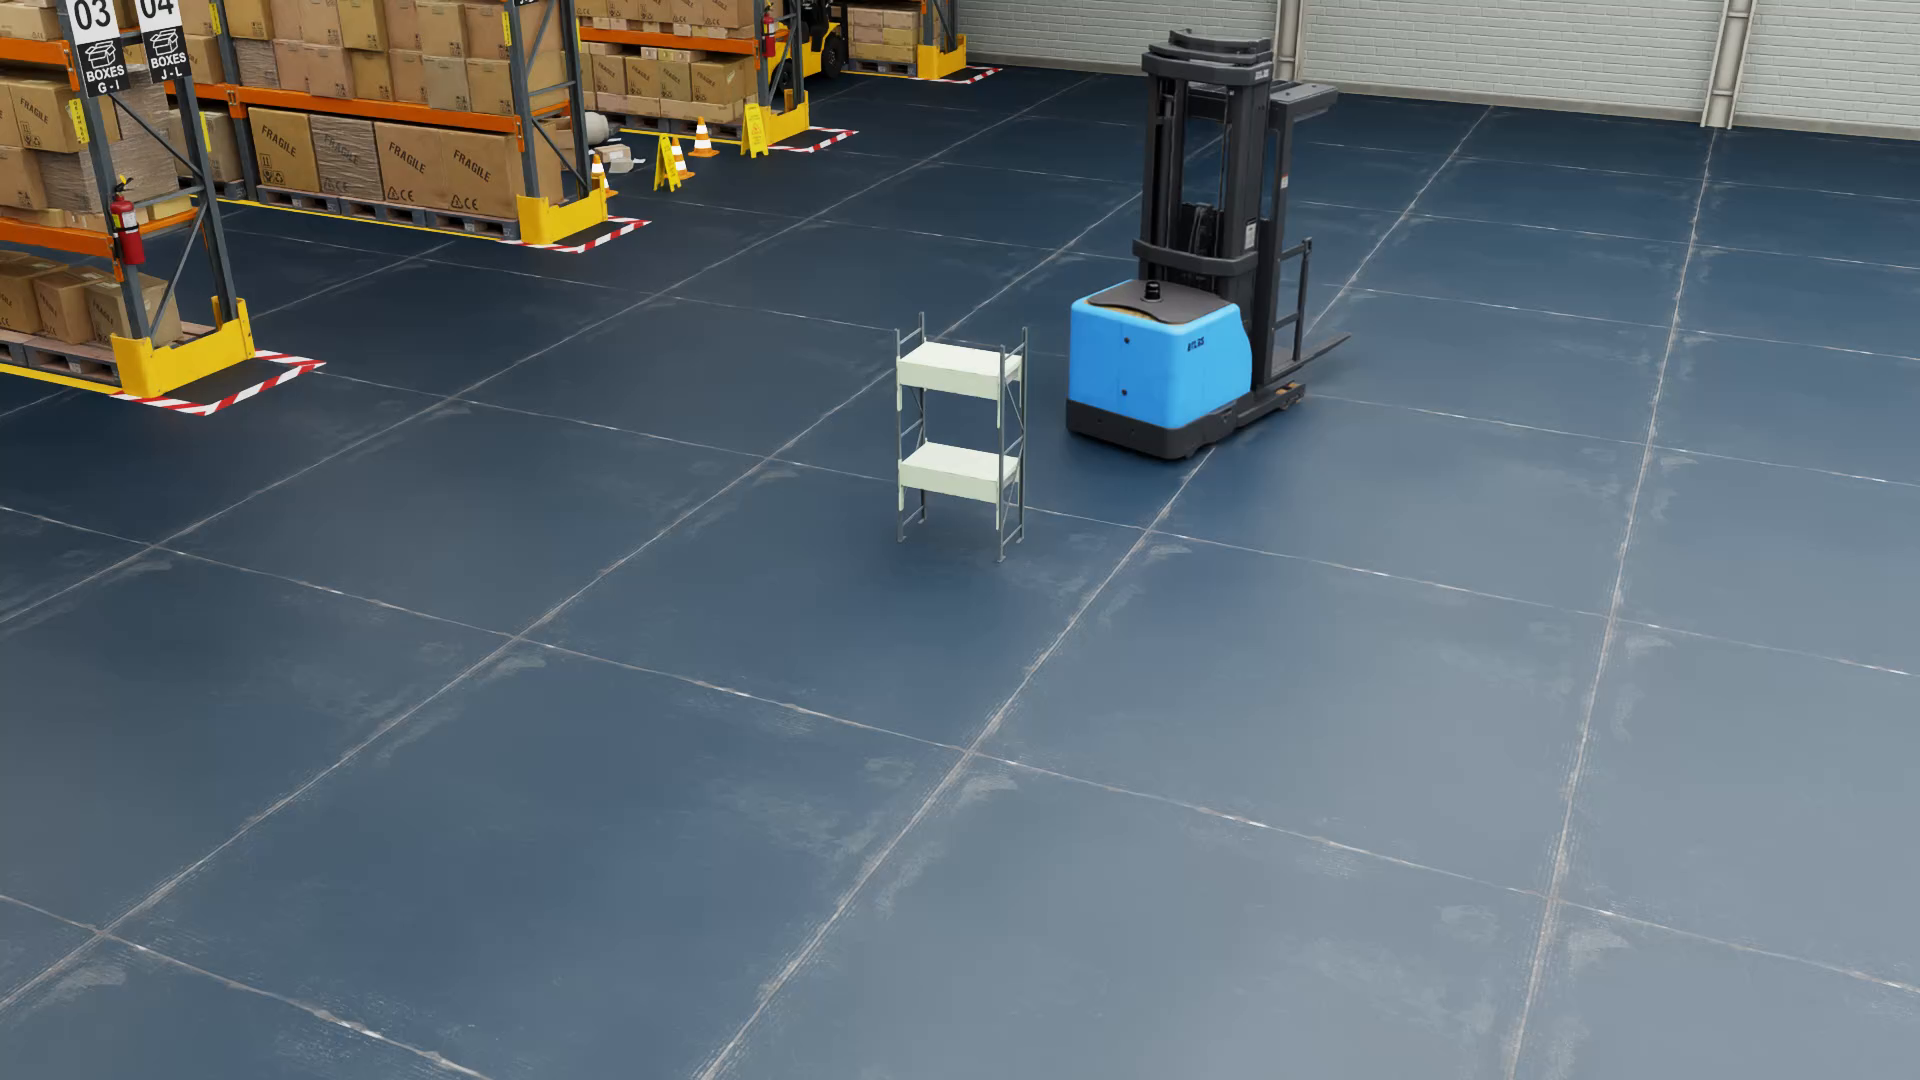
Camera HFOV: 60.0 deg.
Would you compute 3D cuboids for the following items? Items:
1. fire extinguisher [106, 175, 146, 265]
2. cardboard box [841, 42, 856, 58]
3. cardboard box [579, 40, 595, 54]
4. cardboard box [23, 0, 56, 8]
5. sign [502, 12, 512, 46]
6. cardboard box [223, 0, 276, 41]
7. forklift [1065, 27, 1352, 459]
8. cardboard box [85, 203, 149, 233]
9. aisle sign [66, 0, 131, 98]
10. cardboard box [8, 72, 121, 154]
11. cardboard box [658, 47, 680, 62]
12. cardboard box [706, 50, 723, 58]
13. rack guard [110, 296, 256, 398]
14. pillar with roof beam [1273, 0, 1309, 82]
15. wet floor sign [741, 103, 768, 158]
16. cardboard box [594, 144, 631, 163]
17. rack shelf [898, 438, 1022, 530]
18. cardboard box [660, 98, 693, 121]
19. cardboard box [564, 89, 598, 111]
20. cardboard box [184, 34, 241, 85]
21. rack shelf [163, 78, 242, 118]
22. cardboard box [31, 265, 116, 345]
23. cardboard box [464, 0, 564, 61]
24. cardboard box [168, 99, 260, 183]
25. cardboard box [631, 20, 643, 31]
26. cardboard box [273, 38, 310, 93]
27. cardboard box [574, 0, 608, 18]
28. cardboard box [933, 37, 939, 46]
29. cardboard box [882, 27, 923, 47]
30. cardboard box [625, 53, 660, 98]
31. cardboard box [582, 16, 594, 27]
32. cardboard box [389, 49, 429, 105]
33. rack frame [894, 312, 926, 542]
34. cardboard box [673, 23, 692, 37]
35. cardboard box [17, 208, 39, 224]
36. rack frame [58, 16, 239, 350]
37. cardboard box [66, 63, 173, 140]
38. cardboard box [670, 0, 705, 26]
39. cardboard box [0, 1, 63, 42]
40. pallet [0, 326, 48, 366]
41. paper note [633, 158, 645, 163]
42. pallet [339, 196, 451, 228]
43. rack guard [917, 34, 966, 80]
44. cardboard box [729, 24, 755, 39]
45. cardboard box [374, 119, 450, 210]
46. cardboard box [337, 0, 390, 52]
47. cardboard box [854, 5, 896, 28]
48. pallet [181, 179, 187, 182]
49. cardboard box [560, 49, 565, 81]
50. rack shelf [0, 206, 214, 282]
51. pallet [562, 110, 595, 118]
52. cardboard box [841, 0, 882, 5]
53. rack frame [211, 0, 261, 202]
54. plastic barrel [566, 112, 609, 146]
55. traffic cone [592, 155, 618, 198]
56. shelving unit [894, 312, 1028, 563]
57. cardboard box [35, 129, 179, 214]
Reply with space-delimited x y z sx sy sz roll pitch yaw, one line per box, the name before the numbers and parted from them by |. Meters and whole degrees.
fire extinguisher | -6.545 -2.506 13.031 0.183 0.674 0.296 11 28 22
cardboard box | -1.764 -7.832 26.398 0.500 0.250 0.500 12 29 22
cardboard box | -5.015 -6.688 22.493 0.250 0.149 0.380 13 29 24
cardboard box | -6.840 -4.129 12.564 0.250 0.149 0.380 11 28 22
sign | -4.550 -5.133 16.700 0.005 0.325 0.100 11 28 22
cardboard box | -7.633 -5.925 18.495 0.550 0.550 0.875 11 28 22
forklift | 2.155 -2.489 12.988 1.130 2.935 3.031 21 33 36
cardboard box | -6.803 -2.603 13.426 0.250 0.149 0.380 11 28 22
aisle sign | -6.526 -3.781 12.591 0.004 0.787 0.394 11 28 22
cardboard box | -7.061 -3.375 13.127 0.500 0.500 0.500 11 28 22
cardboard box | -3.783 -6.443 21.994 0.250 0.149 0.380 12 29 23
cardboard box | -3.476 -6.379 22.600 0.500 0.500 0.500 10 28 20
rack guard | -6.528 -1.639 14.014 0.348 0.500 1.175 11 28 22
pillar with roof beam | 3.114 -9.081 19.507 0.400 9.000 9.100 11 28 22
wet floor sign | -2.626 -5.210 21.102 0.232 0.644 0.267 23 35 39
cardboard box | -4.385 -4.880 20.993 0.380 0.149 0.250 -18 31 -31
rack shelf | 0.006 -0.379 11.060 0.720 0.370 0.431 11 28 22
cardboard box | -3.672 -5.824 22.320 0.500 0.250 0.500 11 28 22
cardboard box | -5.081 -6.108 22.898 0.500 0.250 0.500 13 29 25
cardboard box | -8.540 -5.487 18.885 0.500 0.500 0.500 11 28 21
rack shelf | -9.775 -5.497 19.834 4.000 0.370 1.077 11 28 22
cardboard box | -7.578 -2.030 14.332 0.500 0.500 0.500 20 33 35
cardboard box | -4.635 -5.358 17.344 0.550 0.550 0.875 11 28 22
cardboard box | -8.557 -4.710 19.493 0.750 0.750 1.050 11 28 22
cardboard box | -4.169 -6.888 22.130 0.250 0.149 0.380 11 28 22
cardboard box | -7.104 -5.367 18.586 0.550 0.550 0.875 11 28 22
cardboard box | -4.794 -7.269 22.169 0.500 0.500 0.500 11 28 21
cardboard box | -0.671 -7.851 26.438 0.500 0.250 0.500 11 28 22
cardboard box | -0.877 -7.870 25.911 0.500 0.250 0.500 11 28 21
cardboard box | -4.126 -6.254 22.344 0.500 0.500 0.500 11 28 21
cardboard box | -4.871 -7.007 22.370 0.250 0.149 0.380 11 28 22
cardboard box | -5.637 -5.084 18.011 0.550 0.550 0.875 11 28 22
rack frame | -0.327 -0.739 11.052 0.023 1.500 0.400 11 28 22
cardboard box | -3.533 -6.693 21.733 0.250 0.149 0.380 12 29 23
cardboard box | -7.501 -2.726 13.676 0.250 0.149 0.380 11 28 22
rack frame | -6.458 -2.747 13.433 0.127 3.000 1.000 11 28 22
cardboard box | -6.846 -3.584 13.551 0.500 0.500 0.500 11 28 22
cardboard box | -3.418 -6.992 21.605 0.500 0.500 0.500 11 28 22
cardboard box | -7.002 -4.011 12.775 0.500 0.250 0.500 12 29 23
pallet | -8.359 -1.896 14.862 1.213 0.211 1.003 11 28 22
paper note | -4.041 -4.772 20.908 0.142 0.019 0.148 2 26 4
pallet | -6.180 -3.810 18.750 1.213 0.211 1.003 11 28 22
rack guard | -0.283 -7.602 26.125 0.348 0.500 1.175 11 28 22
cardboard box | -2.785 -6.601 21.546 0.250 0.149 0.380 12 29 24
cardboard box | -5.760 -4.215 18.346 0.875 0.875 0.875 11 28 21
cardboard box | -6.164 -5.623 17.883 0.500 0.550 0.875 11 28 22
cardboard box | -1.320 -8.181 25.977 0.500 0.250 0.500 12 29 23
pallet | -9.803 -4.536 20.225 1.213 0.211 1.003 11 28 22
cardboard box | -5.572 -6.538 22.921 0.500 0.500 0.500 13 29 24
rack shelf | -8.279 -2.790 14.335 4.000 0.370 1.077 11 28 22
pallet | -5.371 -6.103 23.407 1.213 0.211 1.003 11 28 22
cardboard box | -1.571 -8.481 26.586 0.500 0.250 0.500 11 28 21
rack frame | -7.954 -5.454 18.932 0.127 3.000 1.000 11 28 22
plastic barrel | -4.863 -5.345 21.626 0.512 0.421 0.421 -12 29 -23
traffic cone | -4.209 -4.253 19.364 0.334 0.463 0.336 11 28 22
shelving unit | 0.006 -0.672 10.916 0.755 1.500 0.431 11 28 22
cardboard box | -6.948 -3.037 13.572 0.500 0.500 0.875 11 28 22
